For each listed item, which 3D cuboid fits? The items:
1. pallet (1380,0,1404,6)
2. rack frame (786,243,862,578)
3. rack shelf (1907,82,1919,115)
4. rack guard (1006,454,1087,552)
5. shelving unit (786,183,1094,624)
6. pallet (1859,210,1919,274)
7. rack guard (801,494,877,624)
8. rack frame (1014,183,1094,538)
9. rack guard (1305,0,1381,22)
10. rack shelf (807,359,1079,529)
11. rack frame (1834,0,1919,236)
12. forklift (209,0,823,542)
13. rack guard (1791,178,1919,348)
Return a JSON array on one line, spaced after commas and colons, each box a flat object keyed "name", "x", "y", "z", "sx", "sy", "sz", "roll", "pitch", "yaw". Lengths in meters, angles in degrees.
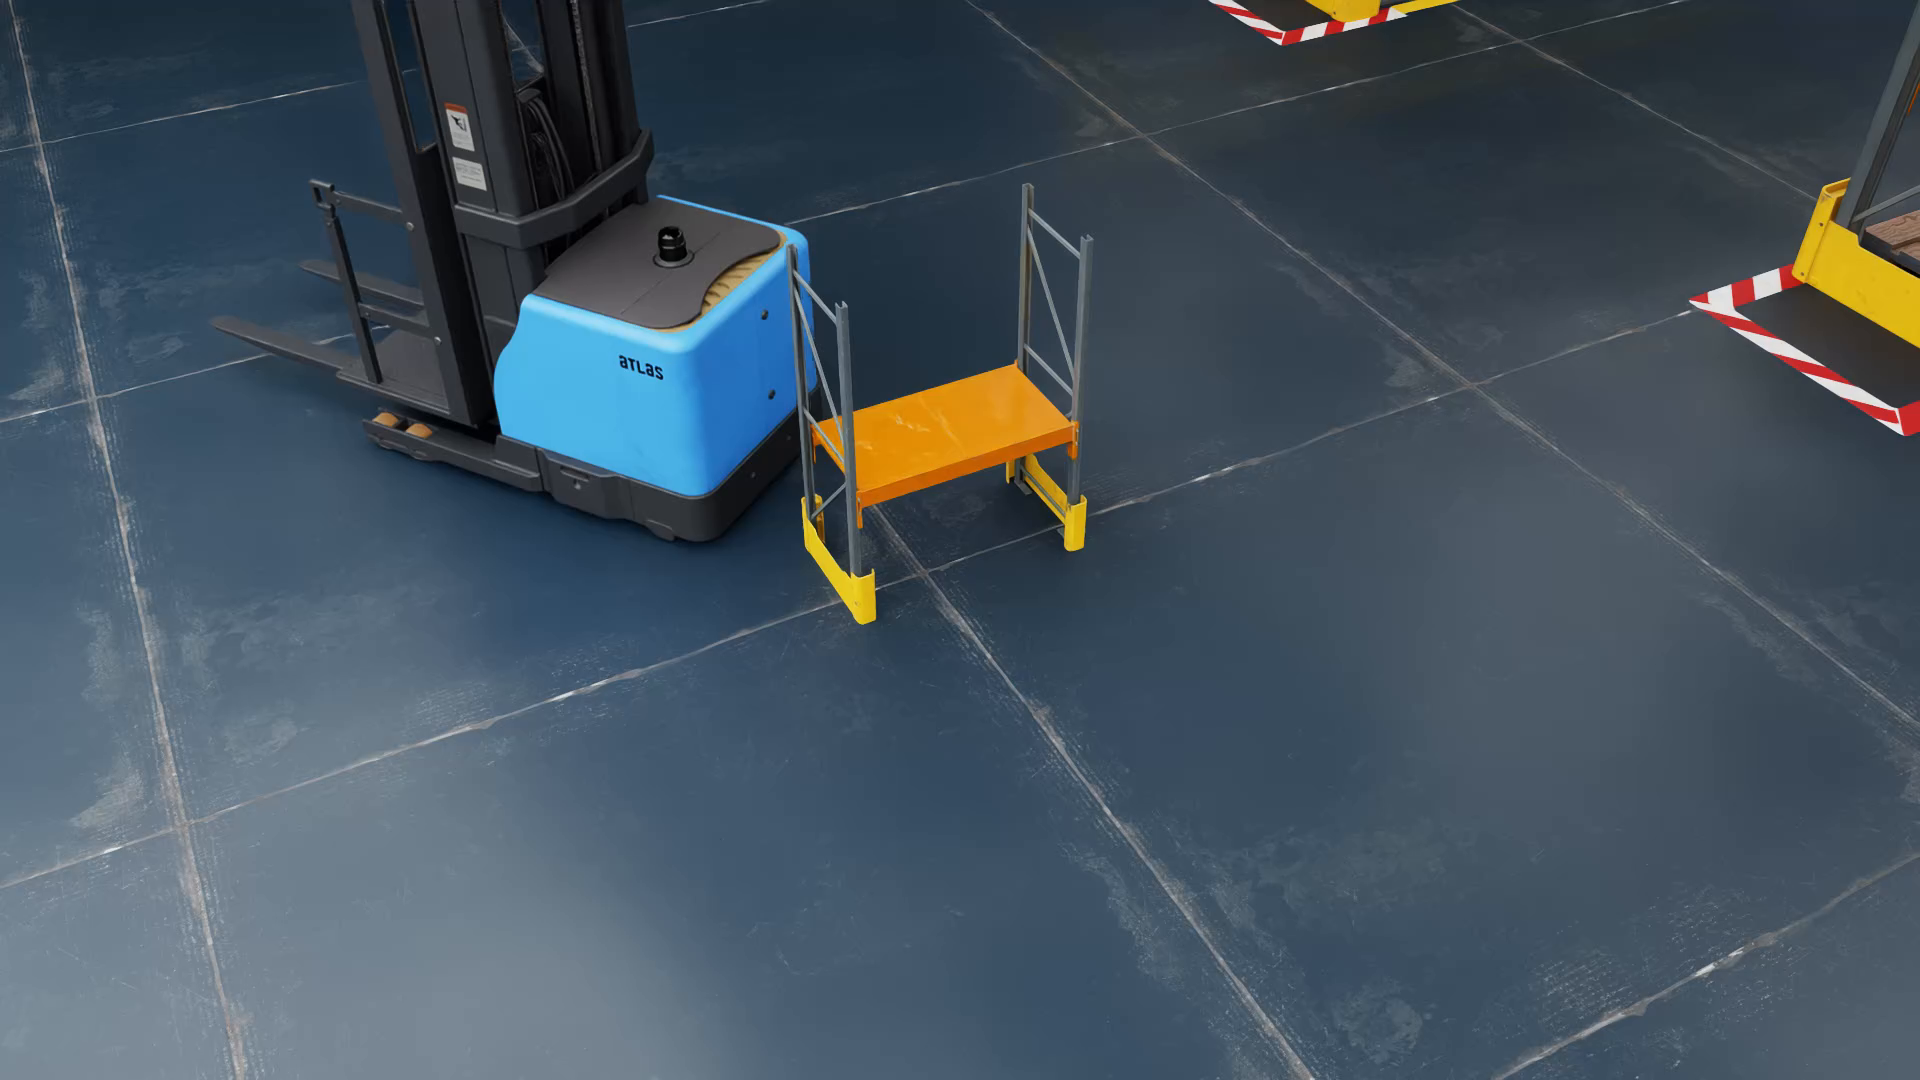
[{"name": "pallet", "x": 3.197, "y": -4.281, "z": 12.143, "sx": 1.213, "sy": 0.211, "sz": 1.003, "roll": -19, "pitch": 44, "yaw": -21}, {"name": "rack frame", "x": -0.527, "y": -0.395, "z": 6.556, "sx": 0.032, "sy": 1.500, "sz": 0.500, "roll": -19, "pitch": 44, "yaw": -21}, {"name": "rack shelf", "x": 6.597, "y": -2.575, "z": 8.528, "sx": 4.000, "sy": 0.370, "sz": 1.077, "roll": -19, "pitch": 44, "yaw": -21}, {"name": "rack guard", "x": 0.374, "y": -0.221, "z": 7.318, "sx": 0.087, "sy": 0.250, "sz": 0.587, "roll": -19, "pitch": 44, "yaw": -21}, {"name": "shelving unit", "x": -0.068, "y": -0.550, "z": 6.739, "sx": 1.083, "sy": 1.500, "sz": 0.587, "roll": -19, "pitch": 44, "yaw": -21}, {"name": "pallet", "x": 5.592, "y": -1.478, "z": 8.832, "sx": 1.213, "sy": 0.211, "sz": 1.003, "roll": -19, "pitch": 44, "yaw": -21}, {"name": "rack guard", "x": -0.509, "y": 0.076, "z": 6.967, "sx": 0.087, "sy": 0.250, "sz": 0.587, "roll": -19, "pitch": 44, "yaw": -21}, {"name": "rack frame", "x": 0.375, "y": -0.699, "z": 6.915, "sx": 0.032, "sy": 1.500, "sz": 0.500, "roll": -19, "pitch": 44, "yaw": -21}, {"name": "rack guard", "x": 2.517, "y": -4.131, "z": 11.744, "sx": 0.348, "sy": 0.500, "sz": 1.175, "roll": -19, "pitch": 44, "yaw": -21}, {"name": "rack shelf", "x": -0.076, "y": -0.410, "z": 6.852, "sx": 1.000, "sy": 0.185, "sz": 0.538, "roll": -19, "pitch": 44, "yaw": -21}, {"name": "rack frame", "x": 4.823, "y": -2.253, "z": 7.590, "sx": 0.127, "sy": 3.000, "sz": 1.000, "roll": -19, "pitch": 44, "yaw": -21}, {"name": "forklift", "x": -2.191, "y": -1.773, "z": 7.076, "sx": 3.031, "sy": 2.935, "sz": 1.130, "roll": 18, "pitch": 43, "yaw": 20}, {"name": "rack guard", "x": 4.869, "y": -1.349, "z": 8.456, "sx": 0.348, "sy": 0.500, "sz": 1.175, "roll": -19, "pitch": 44, "yaw": -21}]
